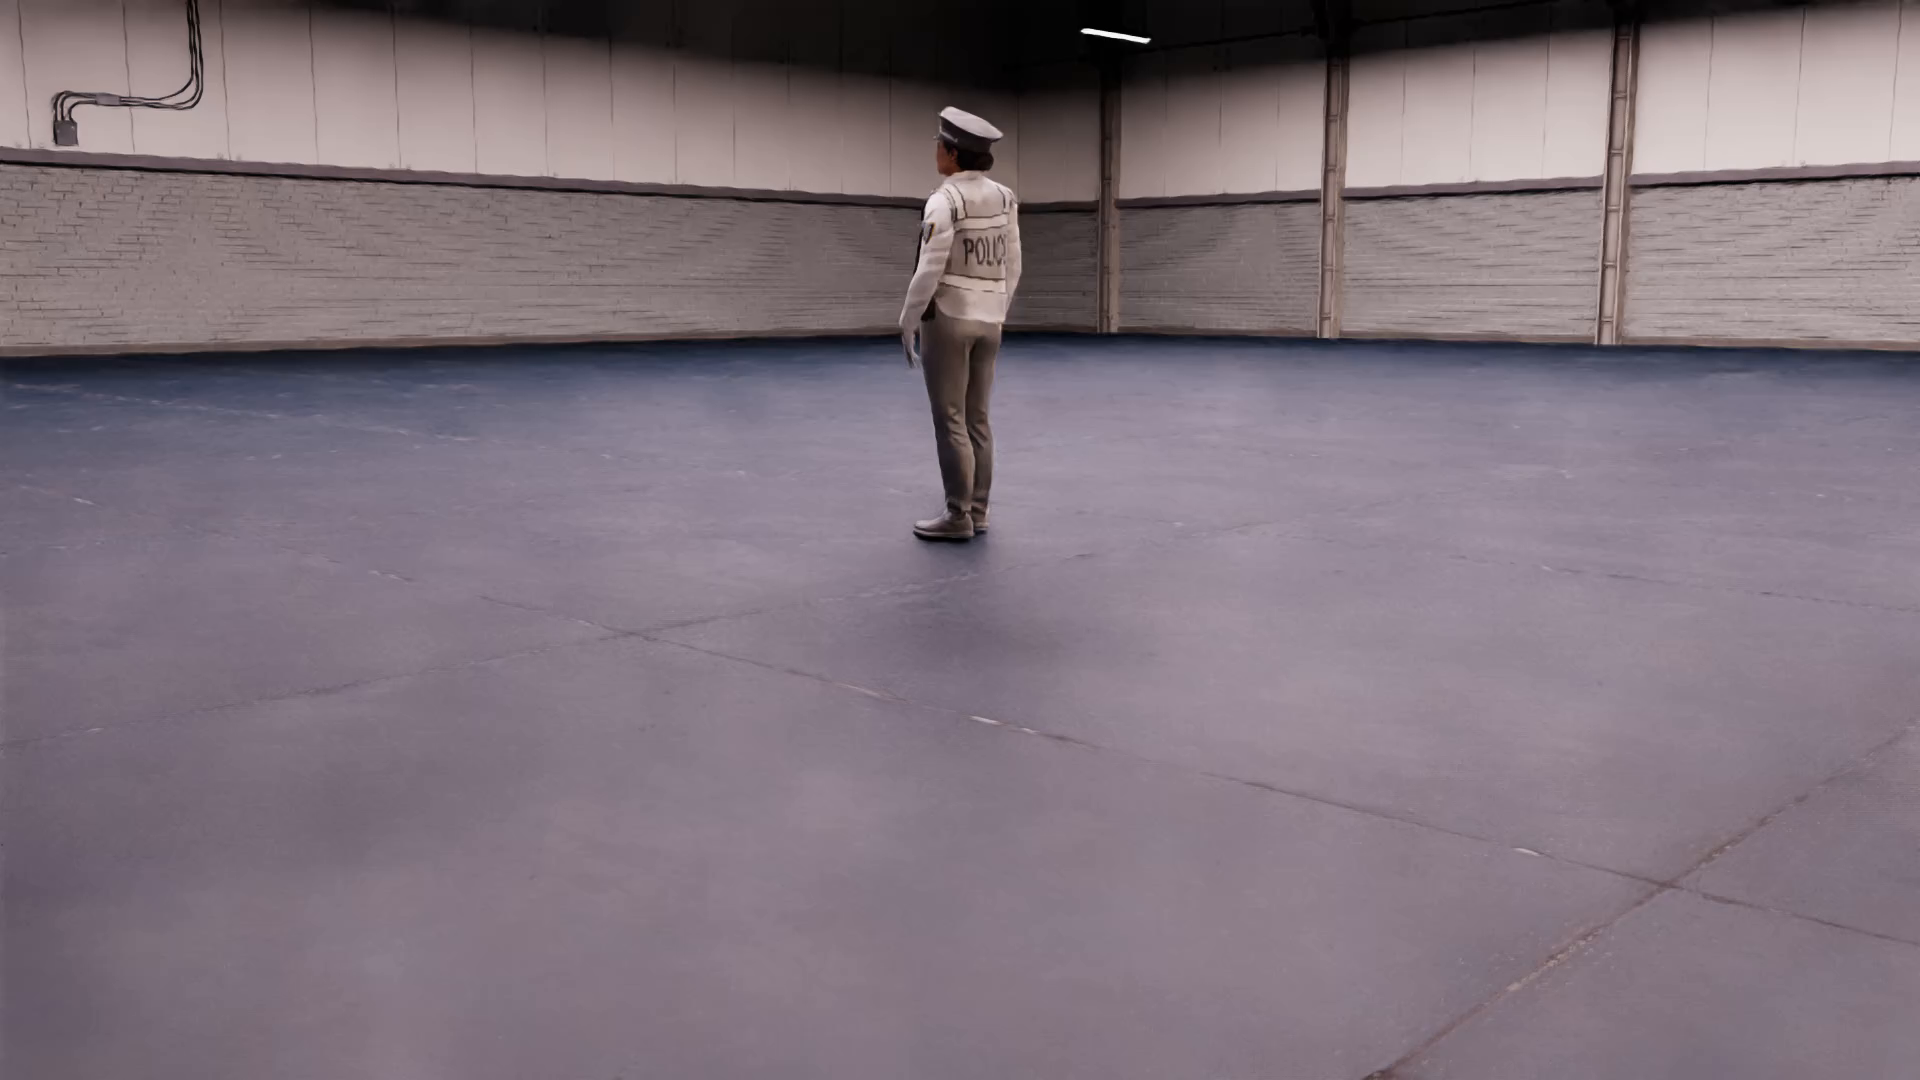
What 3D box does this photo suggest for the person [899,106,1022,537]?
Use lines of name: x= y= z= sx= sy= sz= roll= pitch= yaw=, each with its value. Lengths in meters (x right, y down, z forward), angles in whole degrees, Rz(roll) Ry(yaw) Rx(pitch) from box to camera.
person: x=-0.044 y=-0.853 z=6.641 sx=0.532 sy=1.695 sz=0.586 roll=8 pitch=12 yaw=43
